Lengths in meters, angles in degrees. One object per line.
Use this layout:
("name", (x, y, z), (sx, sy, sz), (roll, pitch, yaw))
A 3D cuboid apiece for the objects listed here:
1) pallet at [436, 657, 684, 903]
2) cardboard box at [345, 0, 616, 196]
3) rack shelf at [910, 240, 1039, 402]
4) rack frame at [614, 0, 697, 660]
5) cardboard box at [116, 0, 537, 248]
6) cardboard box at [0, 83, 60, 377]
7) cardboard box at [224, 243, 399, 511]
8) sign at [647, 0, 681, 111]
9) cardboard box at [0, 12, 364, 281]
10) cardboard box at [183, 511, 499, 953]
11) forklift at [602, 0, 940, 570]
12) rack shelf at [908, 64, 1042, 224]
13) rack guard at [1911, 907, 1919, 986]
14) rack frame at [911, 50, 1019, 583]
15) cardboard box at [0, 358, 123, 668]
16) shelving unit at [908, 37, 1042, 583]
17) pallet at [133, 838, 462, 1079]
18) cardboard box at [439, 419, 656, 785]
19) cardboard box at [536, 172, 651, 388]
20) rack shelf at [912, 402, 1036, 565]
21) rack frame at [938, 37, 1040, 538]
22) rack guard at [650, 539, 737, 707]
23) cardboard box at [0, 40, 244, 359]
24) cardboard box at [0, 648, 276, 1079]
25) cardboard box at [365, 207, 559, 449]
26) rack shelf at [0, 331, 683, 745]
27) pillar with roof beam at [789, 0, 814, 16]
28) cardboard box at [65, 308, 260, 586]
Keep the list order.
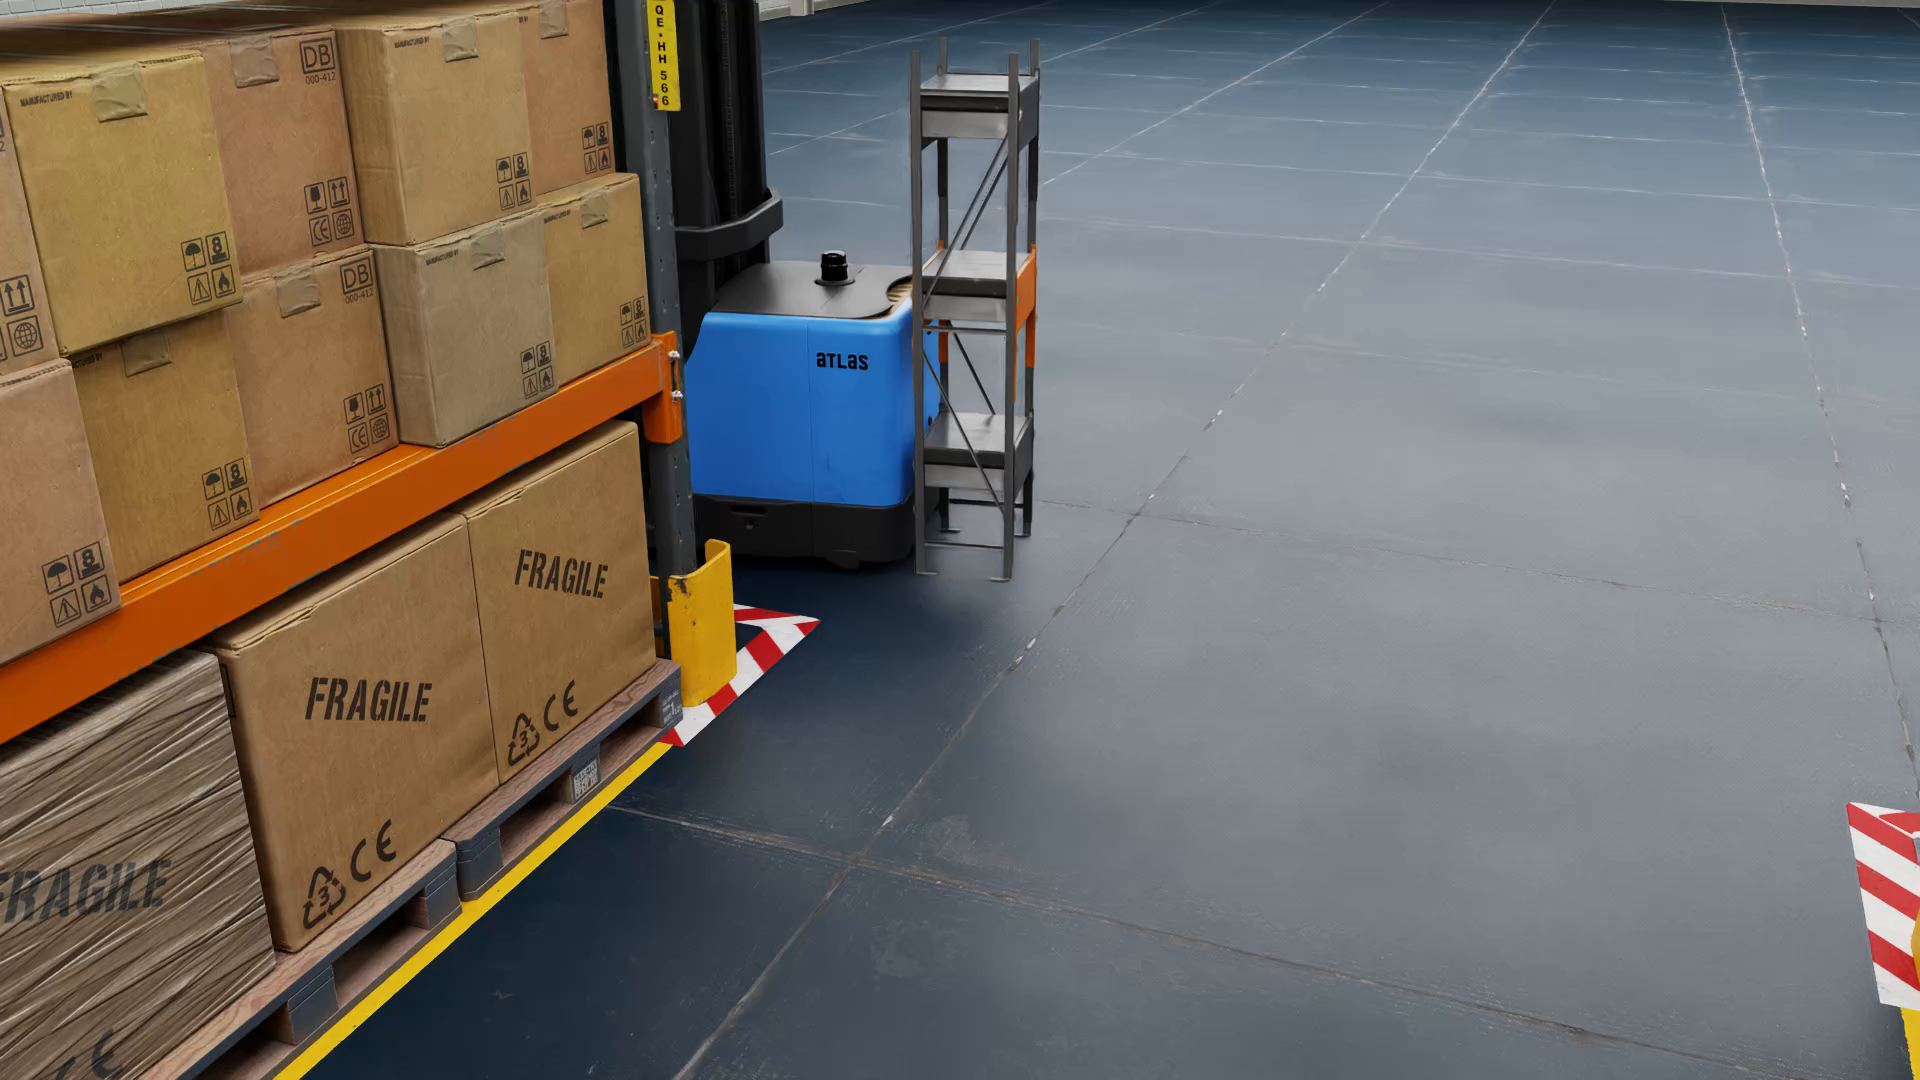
("pallet", (-1.635, 0.659, 5.398), (1.003, 0.211, 1.213), (9, 24, 20))
("cardboard box", (-1.585, -1.365, 5.030), (0.875, 0.550, 0.550), (9, 24, 20))
("rack shelf", (0.064, -0.889, 6.690), (0.431, 0.518, 0.480), (4, 23, 11))
("rack frame", (-1.411, -0.925, 5.572), (1.000, 3.000, 0.127), (9, 24, 20))
("cardboard box", (-1.703, -1.155, 4.528), (0.875, 0.550, 0.550), (9, 24, 20))
("cardboard box", (-2.303, -0.575, 3.139), (0.875, 0.550, 0.550), (9, 24, 20))
("cardboard box", (-2.015, -0.472, 4.294), (0.875, 0.550, 0.550), (9, 24, 20))
("sign", (-0.912, -1.486, 5.105), (0.100, 0.325, 0.005), (9, 24, 20))
("cardboard box", (-2.037, -0.974, 4.094), (0.875, 0.550, 0.550), (9, 24, 20))
("cardboard box", (-1.926, 0.429, 4.542), (0.875, 0.875, 0.875), (8, 24, 19))
("forklift", (-1.620, -1.500, 7.038), (3.031, 2.935, 1.130), (4, 23, 11))
("rack shelf", (0.064, -1.535, 6.421), (0.431, 0.518, 0.480), (4, 23, 11))
("rack guard", (3.129, 1.002, 4.202), (1.175, 0.500, 0.348), (9, 24, 20))
("rack frame", (0.016, -0.810, 6.464), (0.400, 2.100, 0.015), (4, 23, 11))
("cardboard box", (-2.278, -0.073, 3.338), (0.875, 0.550, 0.550), (9, 24, 20))
("shelving unit", (0.064, -0.902, 6.685), (0.431, 2.100, 0.503), (4, 23, 11))
("pallet", (-2.090, 1.094, 4.356), (1.003, 0.211, 1.213), (9, 24, 20))
("cardboard box", (-1.601, 0.114, 5.297), (0.875, 0.875, 0.875), (9, 24, 20))
("cardboard box", (-1.507, -0.855, 5.210), (0.875, 0.550, 0.550), (9, 24, 20))
("rack shelf", (0.064, -0.243, 6.960), (0.431, 0.518, 0.480), (4, 23, 11))
("rack frame", (0.113, -0.994, 6.906), (0.400, 2.100, 0.015), (4, 23, 11))
("rack guard", (-1.402, 0.220, 6.074), (1.175, 0.500, 0.348), (9, 24, 20))
("cardboard box", (-2.114, -0.766, 3.596), (0.875, 0.550, 0.500), (9, 24, 20))
("cardboard box", (-2.267, 0.755, 3.762), (0.875, 0.875, 0.875), (9, 24, 20))
("cardboard box", (-1.691, -0.655, 4.731), (0.875, 0.550, 0.550), (9, 24, 20))
("rack shelf", (-2.154, 0.123, 3.997), (1.077, 0.370, 4.000), (9, 24, 20))
("pillar with roof beam", (1.162, -12.927, 26.522), (9.100, 9.000, 0.400), (9, 24, 20))
("cardboard box", (-2.174, -0.277, 3.826), (0.875, 0.550, 0.500), (9, 24, 20))
